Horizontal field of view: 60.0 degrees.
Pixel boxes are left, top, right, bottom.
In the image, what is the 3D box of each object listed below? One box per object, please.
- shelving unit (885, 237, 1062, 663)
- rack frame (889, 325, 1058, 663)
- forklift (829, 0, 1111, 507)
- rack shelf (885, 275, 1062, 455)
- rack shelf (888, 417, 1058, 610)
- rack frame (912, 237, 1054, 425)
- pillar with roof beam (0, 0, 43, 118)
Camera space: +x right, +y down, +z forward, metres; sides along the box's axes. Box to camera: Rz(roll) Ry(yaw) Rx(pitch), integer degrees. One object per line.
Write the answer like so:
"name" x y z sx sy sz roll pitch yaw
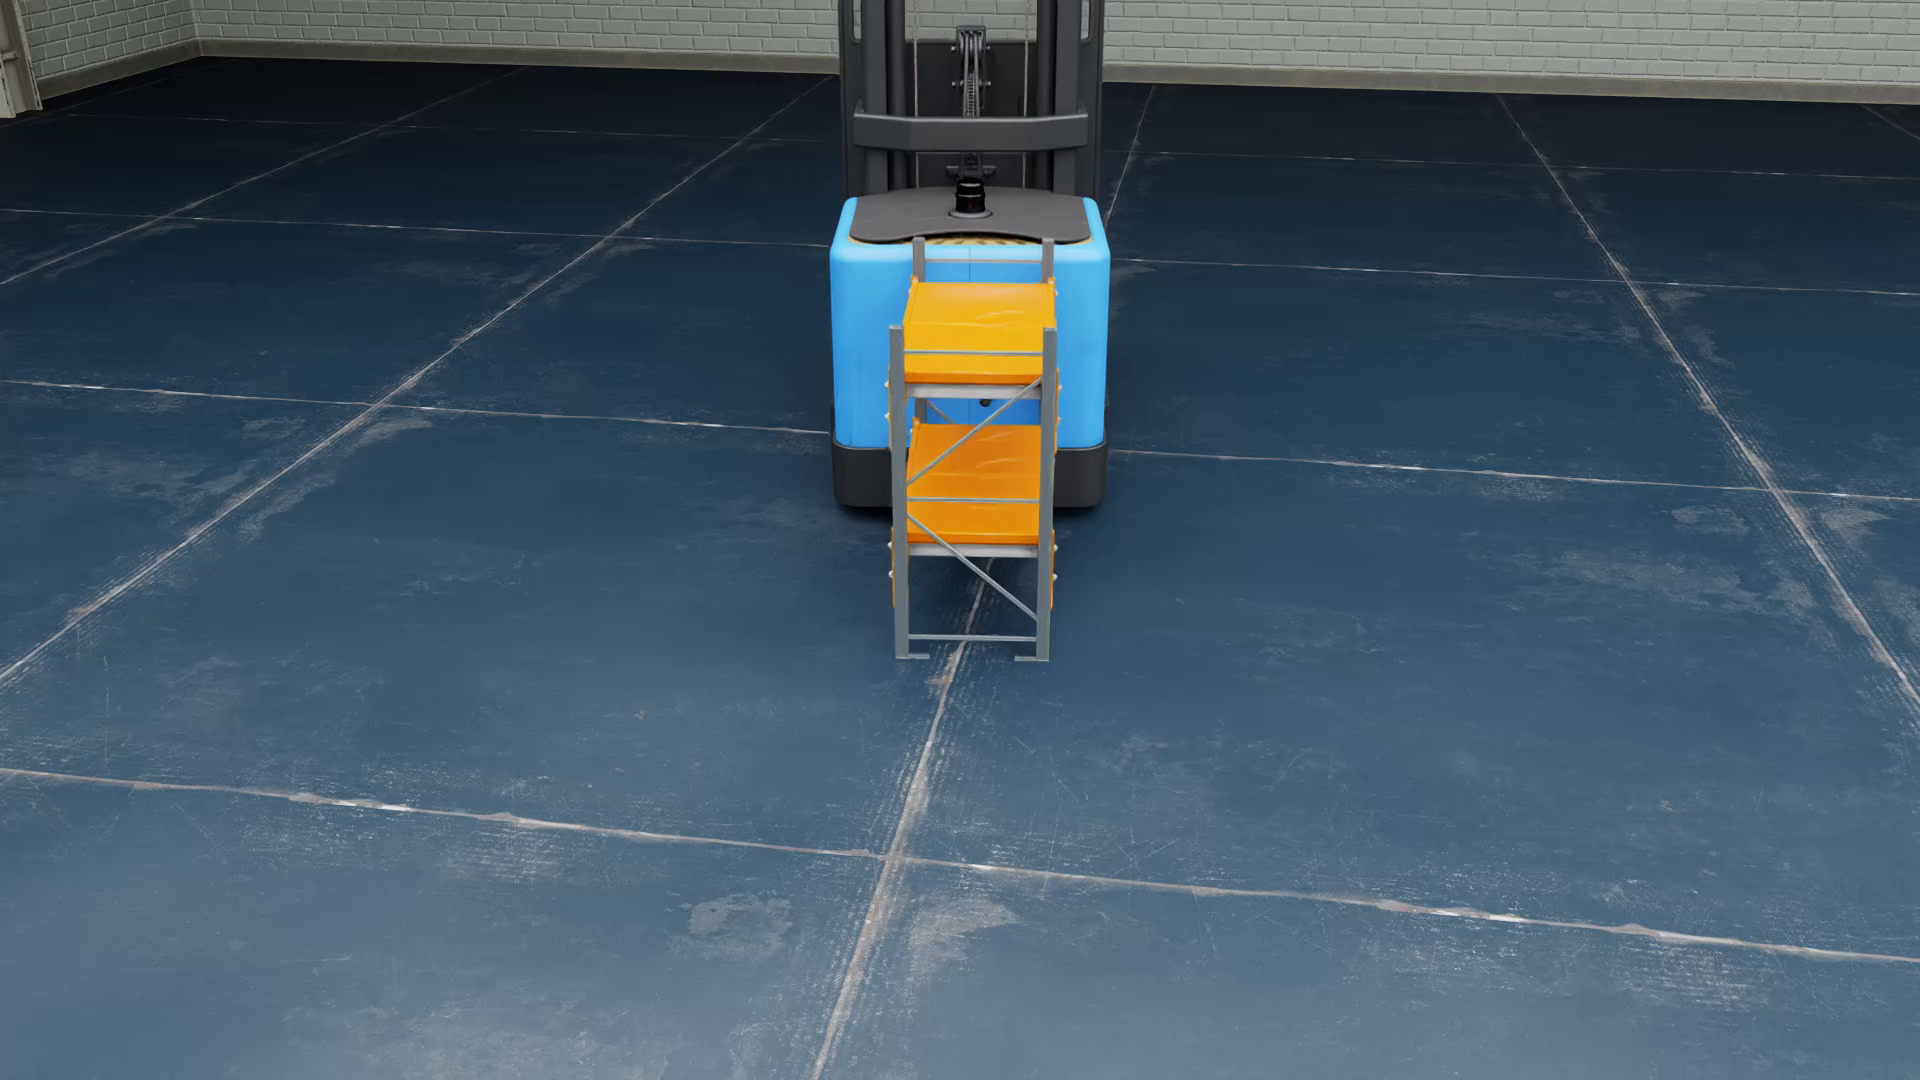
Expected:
"shelving unit" 0.061 -0.337 5.642 0.538 1.125 1.048 1 25 2
"rack frame" 0.040 -0.121 5.182 0.500 1.125 0.032 1 25 2
"forklift" 0.047 -2.029 7.128 1.130 2.935 3.031 0 25 0
"rack shelf" 0.061 -0.602 5.518 0.538 0.278 1.000 1 25 2
"rack shelf" 0.061 -0.115 5.746 0.538 0.278 1.000 1 25 2
"rack frame" 0.082 -0.552 6.102 0.500 1.125 0.032 1 25 2
"pillar with roof beam" -3.660 -7.339 11.313 9.100 9.000 0.400 4 25 9
